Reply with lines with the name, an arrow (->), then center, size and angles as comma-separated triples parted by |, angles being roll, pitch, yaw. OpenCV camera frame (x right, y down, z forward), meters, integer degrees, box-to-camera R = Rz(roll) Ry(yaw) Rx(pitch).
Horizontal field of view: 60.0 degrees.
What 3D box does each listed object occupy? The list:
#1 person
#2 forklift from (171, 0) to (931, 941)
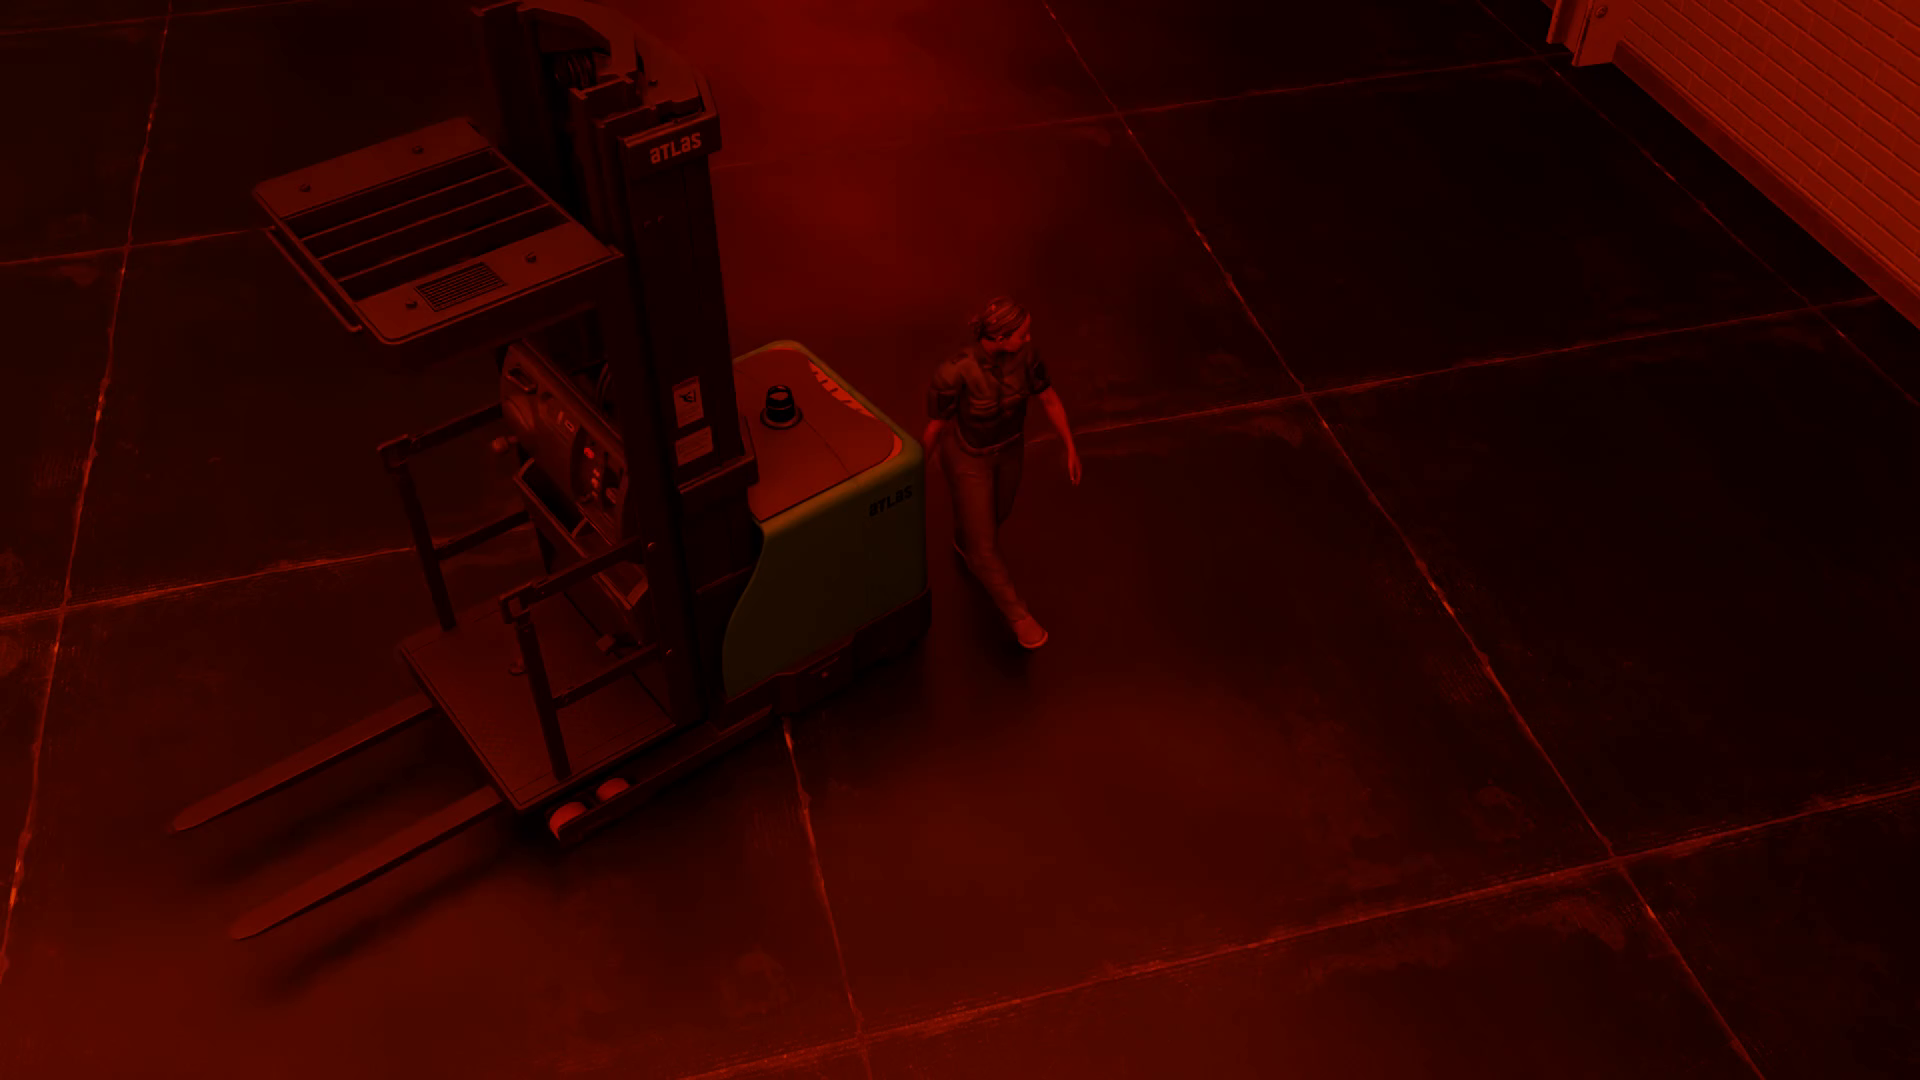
person -> 0.159, -0.285, 6.924 | 0.635, 1.598, 0.872 | -26, 49, -25
forklift -> -1.601, -0.290, 5.952 | 3.031, 2.935, 1.130 | -28, 50, -27
